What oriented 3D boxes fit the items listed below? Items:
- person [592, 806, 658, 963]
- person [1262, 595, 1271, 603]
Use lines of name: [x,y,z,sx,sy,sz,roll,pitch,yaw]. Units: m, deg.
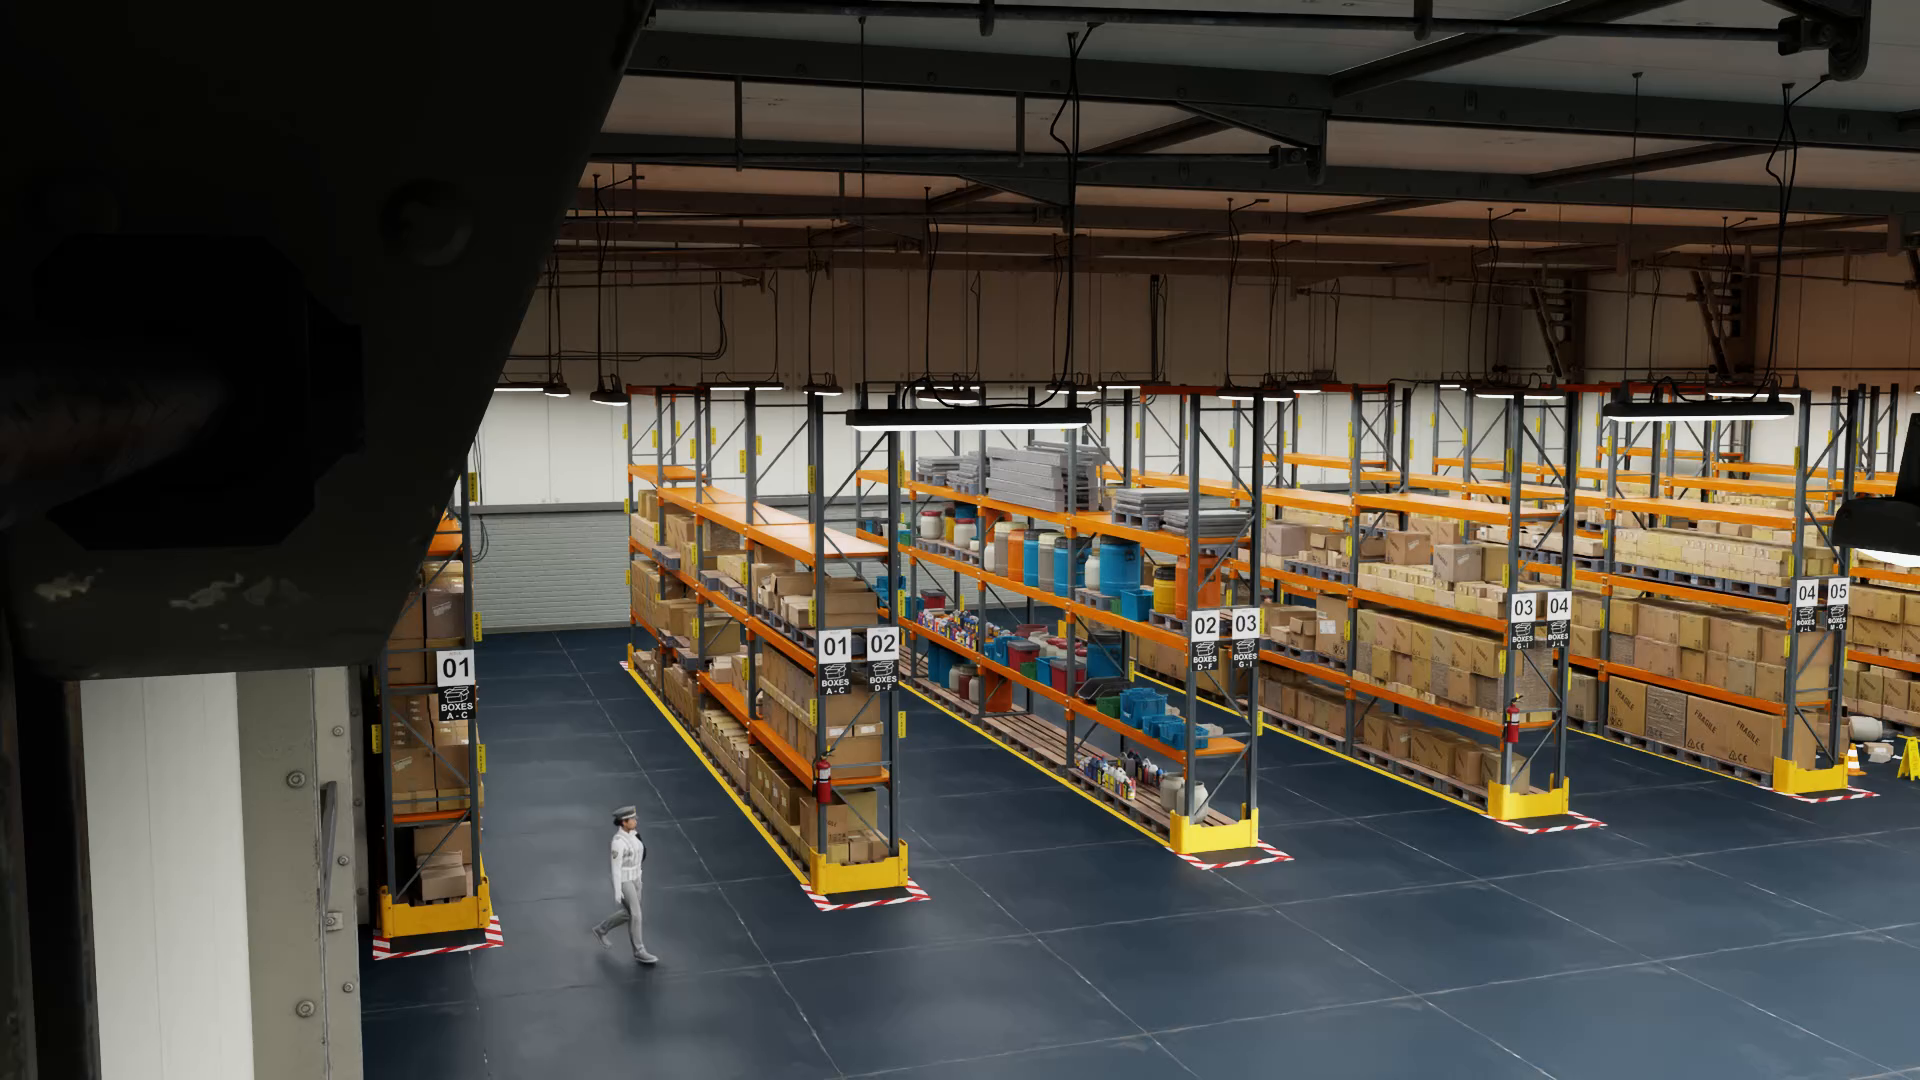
person: [-3.591,3.656,17.845,0.802,1.646,0.531,1,6,12]
person: [6.317,1.974,34.256,0.501,1.698,0.619,0,6,-4]
